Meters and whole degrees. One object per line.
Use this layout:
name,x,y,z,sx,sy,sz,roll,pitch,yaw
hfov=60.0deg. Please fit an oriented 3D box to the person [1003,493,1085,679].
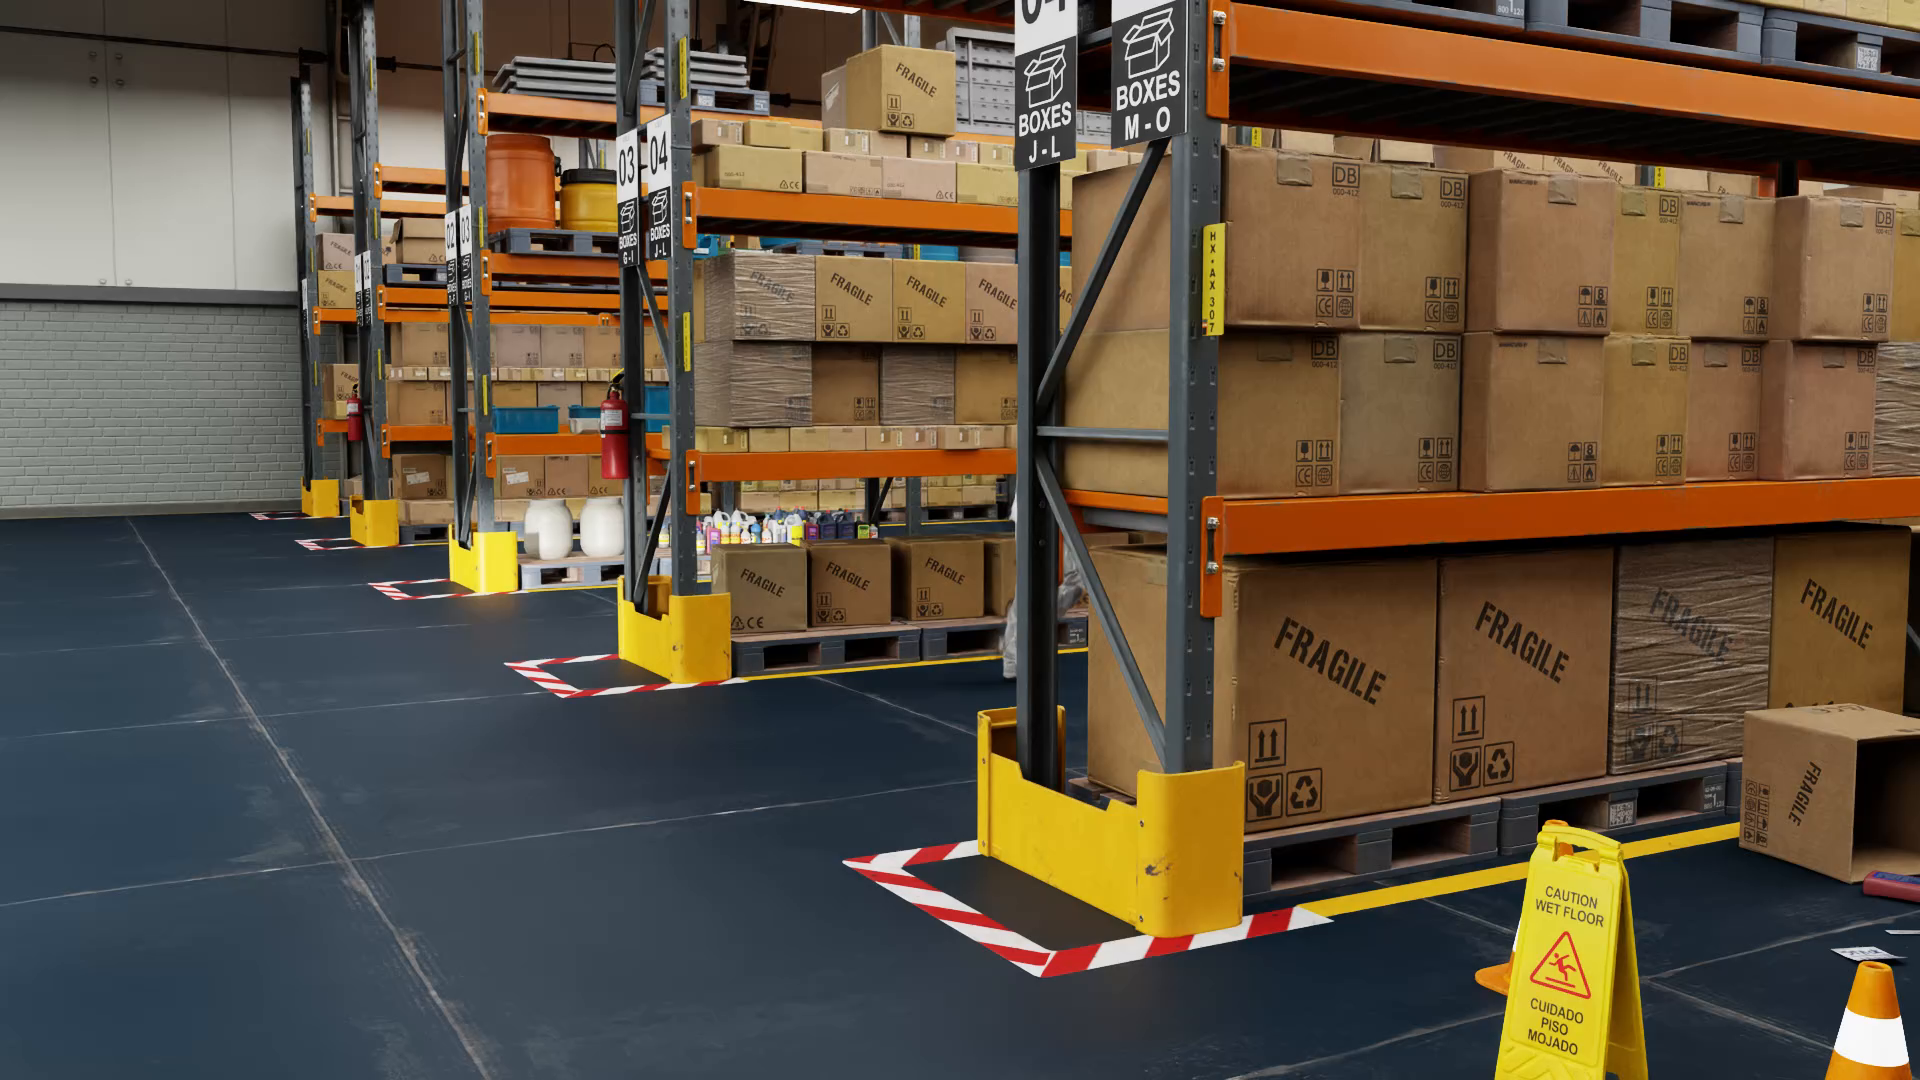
person,0.478,-0.094,9.467,0.462,1.769,0.597,0,5,-2
